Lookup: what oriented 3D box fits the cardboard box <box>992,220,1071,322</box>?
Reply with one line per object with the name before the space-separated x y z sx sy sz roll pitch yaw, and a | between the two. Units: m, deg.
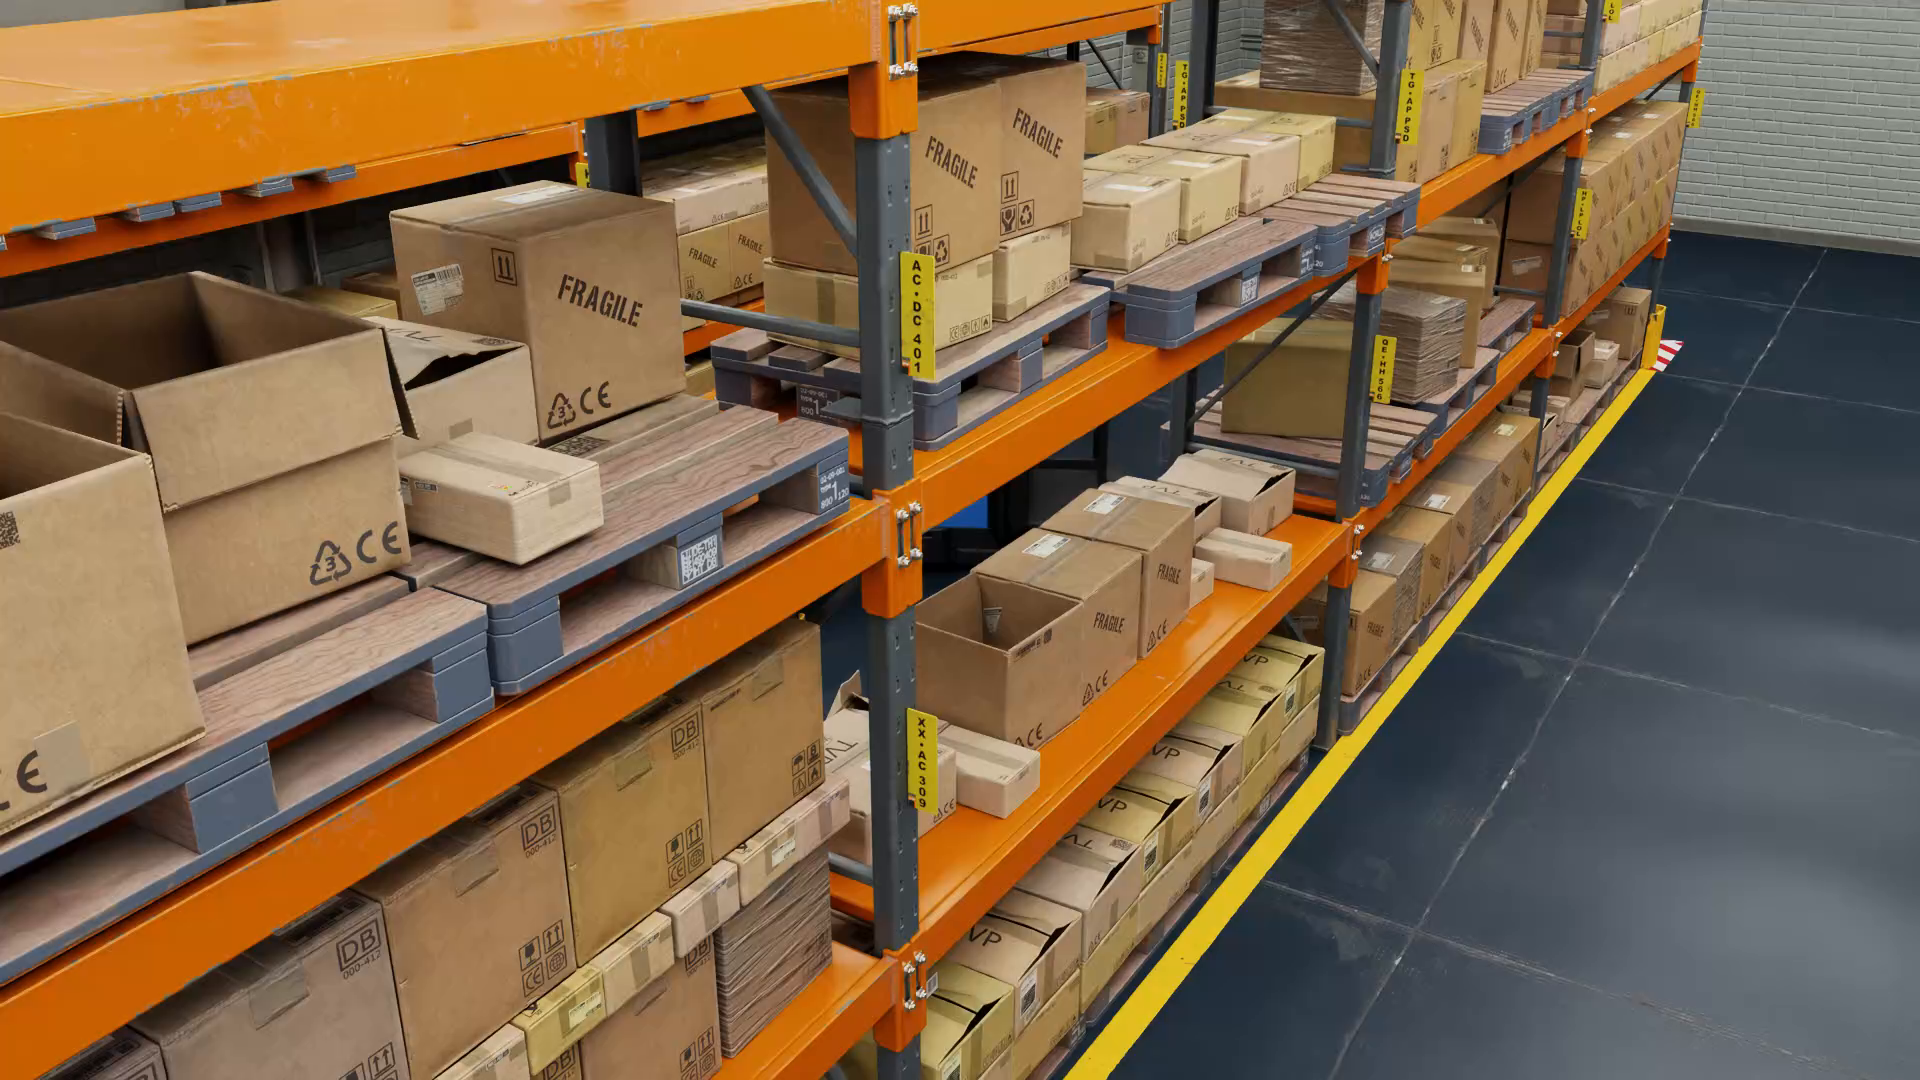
cardboard box | 0.040 -0.933 5.514 0.500 0.250 0.500 11 26 24

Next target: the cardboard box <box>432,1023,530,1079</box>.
cardboard box | -1.213 1.181 3.805 0.380 0.149 0.250 15 27 30

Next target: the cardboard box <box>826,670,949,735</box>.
cardboard box | -0.273 0.686 6.059 0.396 0.266 0.258 13 27 28

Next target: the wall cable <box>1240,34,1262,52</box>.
wall cable | 4.826 -7.290 20.671 3.097 2.526 0.112 14 27 29

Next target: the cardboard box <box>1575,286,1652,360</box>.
cardboard box | 5.672 -1.910 14.480 0.500 0.500 0.500 14 27 29

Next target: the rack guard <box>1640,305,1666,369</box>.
rack guard | 5.709 -1.918 15.051 1.175 0.500 0.348 14 27 29

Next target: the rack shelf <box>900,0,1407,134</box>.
rack shelf | 0.475 -1.955 5.848 1.077 0.370 4.000 14 27 29

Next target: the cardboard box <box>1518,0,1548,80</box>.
cardboard box | 3.311 -3.247 10.419 0.600 0.600 0.600 11 26 24

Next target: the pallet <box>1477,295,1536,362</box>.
pallet | 3.125 -1.406 10.963 1.003 0.211 1.213 14 27 29

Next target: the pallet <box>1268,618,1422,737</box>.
pallet | 1.955 0.645 9.495 1.003 0.211 1.213 14 27 29

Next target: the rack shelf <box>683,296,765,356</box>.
rack shelf | -1.626 -1.772 12.474 1.077 0.370 4.000 14 27 29

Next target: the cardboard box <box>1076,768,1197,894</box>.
cardboard box | 0.659 1.165 7.010 0.500 0.311 0.500 15 27 30

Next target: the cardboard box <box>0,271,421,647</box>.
cardboard box | -1.556 -0.192 3.308 0.797 0.503 0.637 17 29 35

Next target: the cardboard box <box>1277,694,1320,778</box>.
cardboard box | 1.459 0.907 8.311 0.500 0.250 0.500 15 27 30

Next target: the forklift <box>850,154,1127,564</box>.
forklift | 0.648 -1.331 10.636 3.031 2.935 1.130 1 23 3

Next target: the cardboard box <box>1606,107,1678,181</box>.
cardboard box | 5.482 -3.217 13.521 0.500 0.500 0.500 15 27 30

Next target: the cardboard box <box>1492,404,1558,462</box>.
cardboard box | 4.045 -0.805 12.165 0.500 0.311 0.500 14 27 29

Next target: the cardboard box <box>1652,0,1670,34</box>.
cardboard box | 4.906 -3.894 12.254 0.500 0.250 0.500 14 27 29

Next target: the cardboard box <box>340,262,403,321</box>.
cardboard box | -3.192 -1.320 9.844 0.700 0.500 0.500 11 26 24

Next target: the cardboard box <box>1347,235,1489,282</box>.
cardboard box | 2.891 -1.621 10.564 0.700 0.500 0.500 19 30 37

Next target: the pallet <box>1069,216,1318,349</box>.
pallet | 0.660 -1.055 6.373 1.003 0.211 1.213 15 28 31

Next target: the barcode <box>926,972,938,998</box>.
barcode | -0.092 1.465 5.474 0.001 0.075 0.075 14 27 29

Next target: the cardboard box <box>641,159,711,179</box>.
cardboard box | -2.112 -2.517 11.819 0.500 0.250 0.500 13 27 28

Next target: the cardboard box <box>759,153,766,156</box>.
cardboard box | -1.147 -2.759 12.379 0.500 0.250 0.500 14 27 30

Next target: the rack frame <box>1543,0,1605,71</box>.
rack frame | 3.639 -4.494 10.303 1.000 3.000 0.127 14 27 29

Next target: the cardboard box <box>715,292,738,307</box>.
cardboard box | -1.801 -1.739 11.783 0.380 0.149 0.250 15 27 30

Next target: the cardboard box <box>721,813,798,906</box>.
cardboard box | -0.674 0.836 4.602 0.380 0.149 0.250 13 27 28

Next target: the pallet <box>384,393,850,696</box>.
pallet | -1.008 -0.083 4.002 1.003 0.211 1.213 14 27 29

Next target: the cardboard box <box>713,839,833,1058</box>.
cardboard box | -0.809 1.065 4.889 0.700 0.500 0.500 13 27 28

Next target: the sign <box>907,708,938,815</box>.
sign | -0.108 0.642 4.803 0.100 0.325 0.005 14 27 29

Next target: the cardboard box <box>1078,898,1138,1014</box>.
cardboard box | 0.384 1.597 6.719 0.500 0.250 0.500 13 27 27

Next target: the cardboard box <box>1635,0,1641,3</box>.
cardboard box | 4.506 -4.103 11.792 0.700 0.500 0.500 14 27 29

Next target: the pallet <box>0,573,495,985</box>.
pallet | -1.653 0.327 3.055 1.003 0.211 1.213 14 27 29

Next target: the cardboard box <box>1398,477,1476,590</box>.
cardboard box | 2.823 -0.063 10.211 0.500 0.500 0.500 13 27 27

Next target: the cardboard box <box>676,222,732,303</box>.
cardboard box | -1.923 -1.904 11.347 0.500 0.500 0.500 15 28 31

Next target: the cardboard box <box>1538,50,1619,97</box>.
cardboard box | 4.106 -3.161 11.188 0.500 0.250 0.500 14 27 29

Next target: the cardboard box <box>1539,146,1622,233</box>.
cardboard box | 4.399 -2.520 11.910 0.500 0.500 0.500 13 27 27

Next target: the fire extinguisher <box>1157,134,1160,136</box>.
fire extinguisher | 2.011 -3.875 16.993 0.296 0.674 0.183 14 27 29

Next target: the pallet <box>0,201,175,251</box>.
pallet | -4.375 -1.554 7.524 1.213 0.211 1.003 14 27 29

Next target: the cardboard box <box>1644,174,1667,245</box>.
cardboard box | 5.474 -2.753 13.707 0.500 0.500 0.500 14 27 29

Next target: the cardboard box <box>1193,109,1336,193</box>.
cardboard box | 1.338 -1.726 7.346 0.500 0.250 0.500 12 26 25

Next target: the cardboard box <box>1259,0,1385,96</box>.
cardboard box | 1.765 -2.418 7.899 0.500 0.500 0.500 14 27 29

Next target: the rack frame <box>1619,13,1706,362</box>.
rack frame | 5.749 -3.091 14.614 1.000 3.000 0.127 14 27 29

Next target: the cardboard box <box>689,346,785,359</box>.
cardboard box | -1.714 -1.149 12.305 0.750 0.750 0.750 14 27 29

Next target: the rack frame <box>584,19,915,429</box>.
rack frame | -0.580 -1.794 4.066 1.000 3.000 0.127 14 27 29

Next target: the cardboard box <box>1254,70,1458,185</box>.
cardboard box | 2.000 -2.140 8.515 0.910 0.500 0.500 14 27 29

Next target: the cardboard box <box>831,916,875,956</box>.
cardboard box | -0.610 1.574 6.064 0.500 0.311 0.500 14 27 29

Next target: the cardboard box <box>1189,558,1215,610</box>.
cardboard box | 0.905 0.167 7.405 0.380 0.149 0.250 16 28 33

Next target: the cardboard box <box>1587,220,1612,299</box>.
cardboard box | 4.407 -2.075 12.142 0.500 0.500 0.500 14 27 30

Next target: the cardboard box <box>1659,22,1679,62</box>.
cardboard box | 5.177 -3.832 12.739 0.500 0.250 0.500 14 27 29

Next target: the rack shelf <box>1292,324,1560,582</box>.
rack shelf | 2.584 -0.736 10.079 1.077 0.370 4.000 14 27 29

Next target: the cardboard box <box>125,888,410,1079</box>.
cardboard box | -1.603 0.977 3.458 0.700 0.500 0.500 14 27 29

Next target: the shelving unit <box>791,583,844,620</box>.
shelving unit | -1.078 -0.234 9.903 0.587 1.500 1.083 5 24 12
